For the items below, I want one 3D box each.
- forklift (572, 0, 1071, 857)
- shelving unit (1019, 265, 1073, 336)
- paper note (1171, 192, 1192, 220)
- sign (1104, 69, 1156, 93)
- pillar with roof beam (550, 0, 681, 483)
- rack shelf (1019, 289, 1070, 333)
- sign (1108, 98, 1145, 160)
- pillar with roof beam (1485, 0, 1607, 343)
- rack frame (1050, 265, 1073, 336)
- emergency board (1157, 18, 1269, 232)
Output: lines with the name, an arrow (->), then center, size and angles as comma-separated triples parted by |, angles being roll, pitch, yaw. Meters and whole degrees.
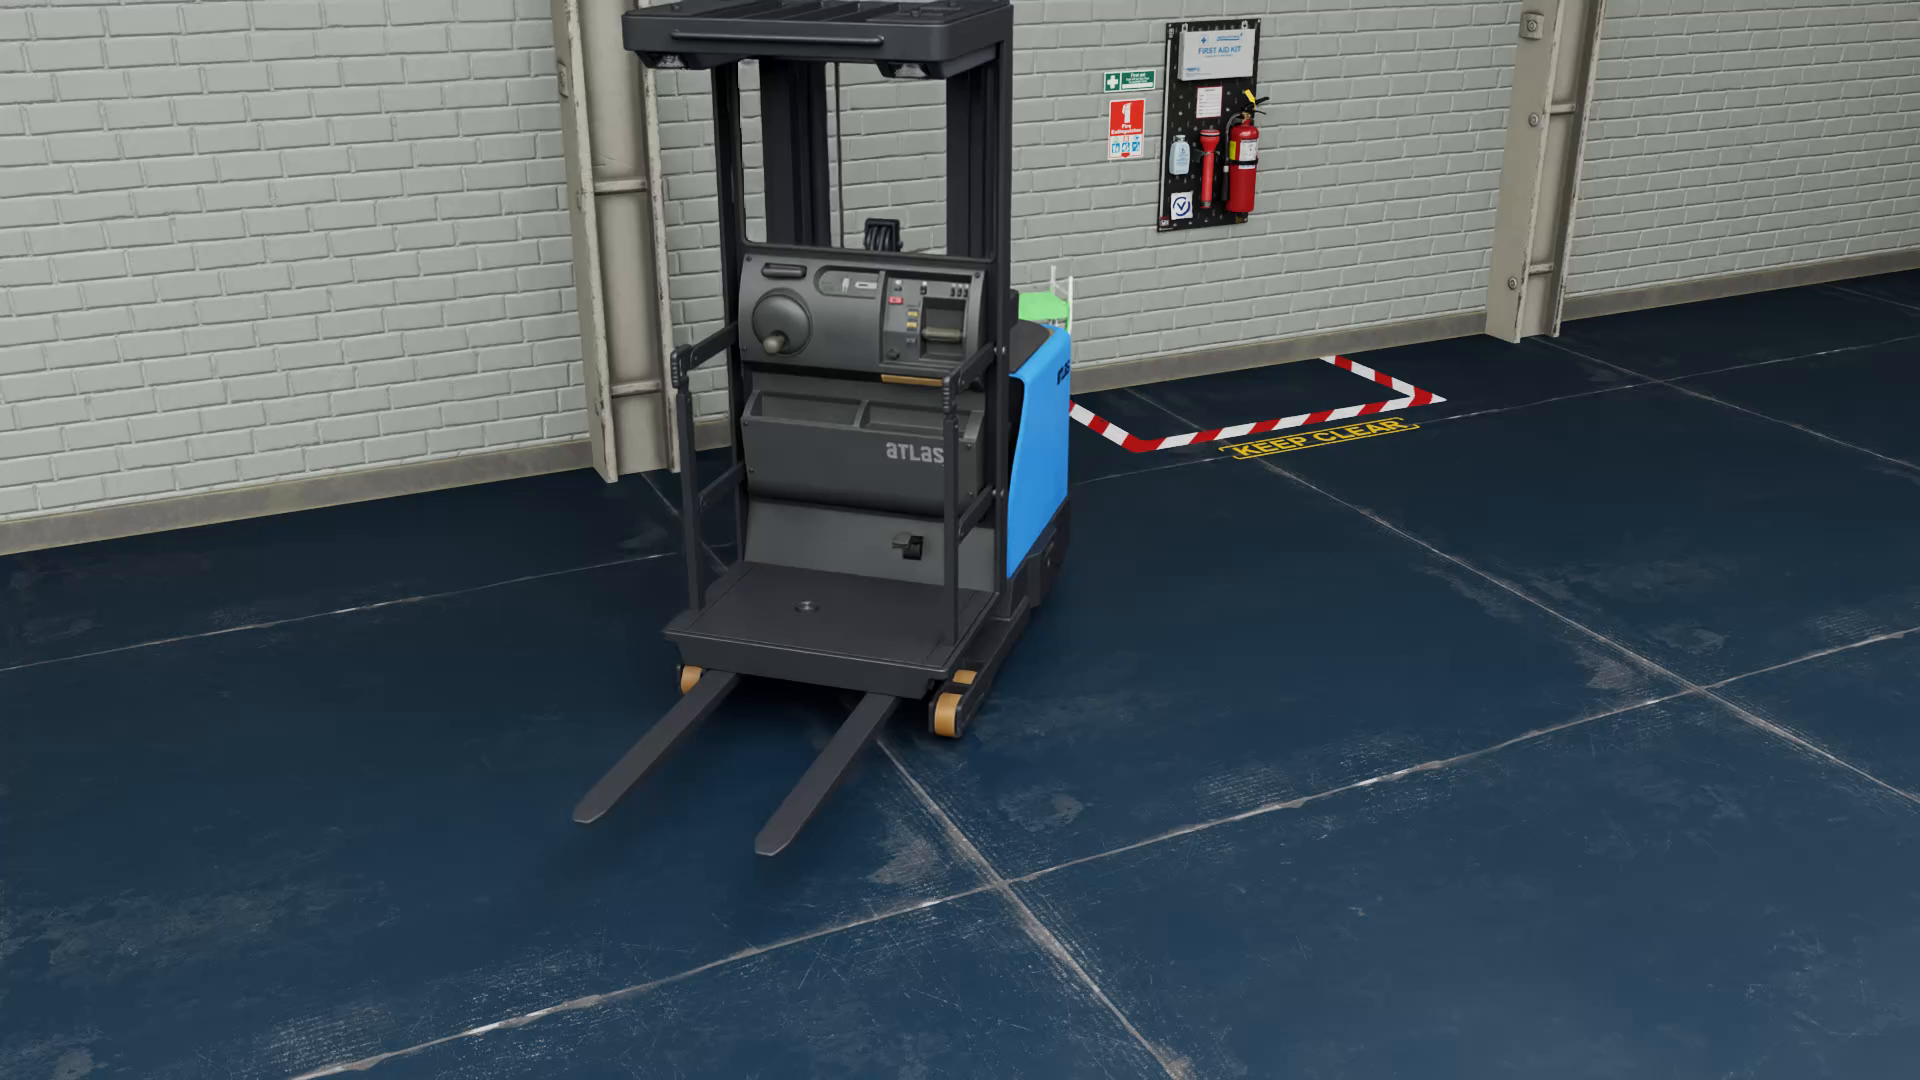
forklift -> -0.427, -0.806, 5.866 | 1.130, 2.935, 3.031 | 7, 23, 16
shelving unit -> 0.230, -0.640, 7.728 | 0.503, 1.200, 0.258 | -7, 23, -16
paper note -> 1.293, -1.947, 9.683 | 0.142, 0.148, 0.016 | -10, 25, -24
sign -> 0.948, -2.562, 9.278 | 0.331, 0.109, 0.001 | -10, 25, -24
pillar with roof beam -> 0.187, -3.049, 3.350 | 0.400, 9.000, 9.100 | -10, 25, -24
rack shelf -> 0.230, -1.025, 7.569 | 0.480, 0.148, 0.258 | -7, 23, -16
sign -> 0.940, -2.320, 9.385 | 0.234, 0.329, 0.001 | -10, 25, -24
pillar with roof beam -> 5.593, -4.044, 5.755 | 0.400, 9.000, 9.100 | -10, 25, -24
rack frame -> 0.463, -0.669, 7.796 | 0.015, 1.200, 0.240 | -7, 23, -16
emergency board -> 1.483, -2.359, 9.528 | 0.643, 1.169, 0.194 | -10, 25, -24
